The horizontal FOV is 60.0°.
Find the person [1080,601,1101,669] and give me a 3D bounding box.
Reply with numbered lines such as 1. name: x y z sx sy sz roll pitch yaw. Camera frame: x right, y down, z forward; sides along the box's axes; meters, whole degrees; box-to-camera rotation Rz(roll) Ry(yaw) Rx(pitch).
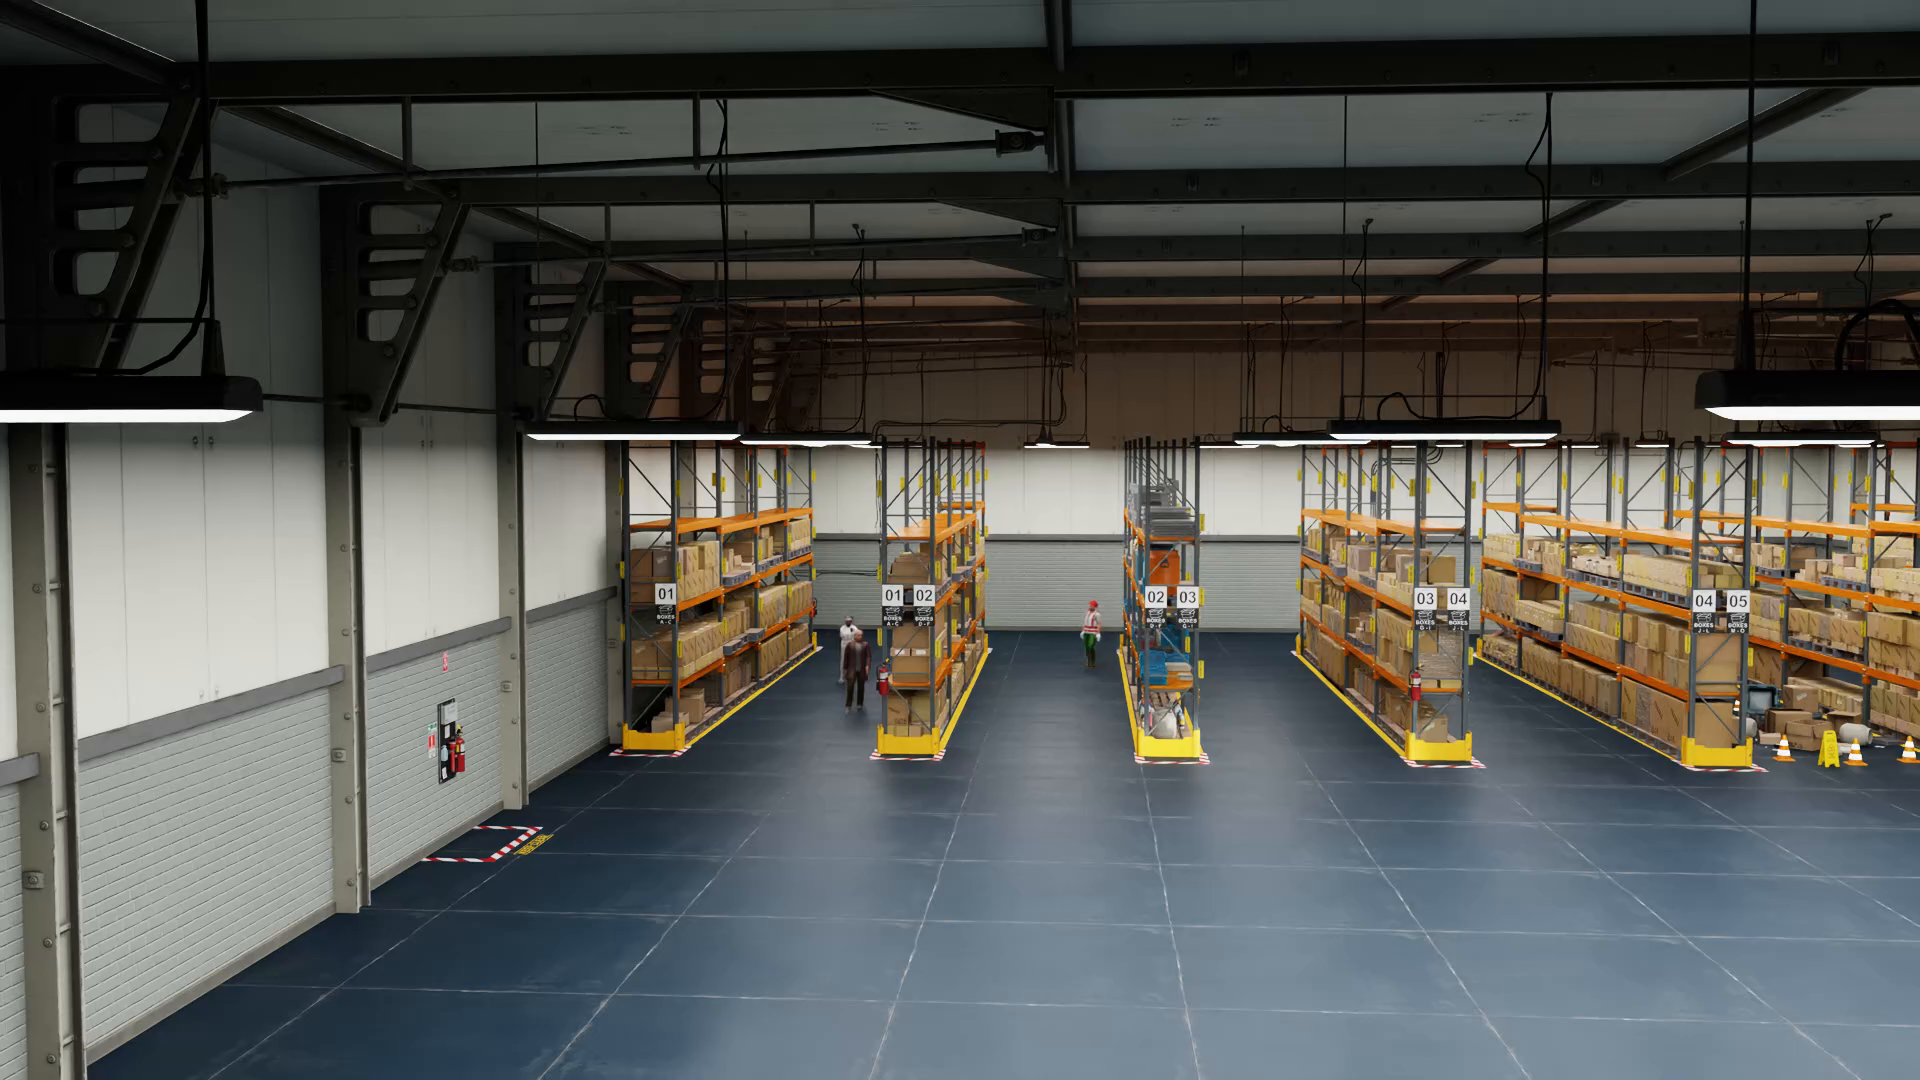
1. person: 3.425 2.485 43.747 0.645 1.788 0.475 2 4 39

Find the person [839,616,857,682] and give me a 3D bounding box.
1. person: -2.780 2.682 41.203 0.481 1.630 0.945 0 3 -6

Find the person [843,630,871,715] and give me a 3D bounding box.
1. person: -2.268 2.887 36.490 0.660 1.816 0.679 -1 3 -14

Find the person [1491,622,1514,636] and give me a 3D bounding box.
1. person: 16.225 2.298 49.389 1.053 1.558 0.442 3 4 41

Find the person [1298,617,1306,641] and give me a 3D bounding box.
1. person: 10.239 2.241 48.661 0.614 1.756 0.930 -2 4 -34
